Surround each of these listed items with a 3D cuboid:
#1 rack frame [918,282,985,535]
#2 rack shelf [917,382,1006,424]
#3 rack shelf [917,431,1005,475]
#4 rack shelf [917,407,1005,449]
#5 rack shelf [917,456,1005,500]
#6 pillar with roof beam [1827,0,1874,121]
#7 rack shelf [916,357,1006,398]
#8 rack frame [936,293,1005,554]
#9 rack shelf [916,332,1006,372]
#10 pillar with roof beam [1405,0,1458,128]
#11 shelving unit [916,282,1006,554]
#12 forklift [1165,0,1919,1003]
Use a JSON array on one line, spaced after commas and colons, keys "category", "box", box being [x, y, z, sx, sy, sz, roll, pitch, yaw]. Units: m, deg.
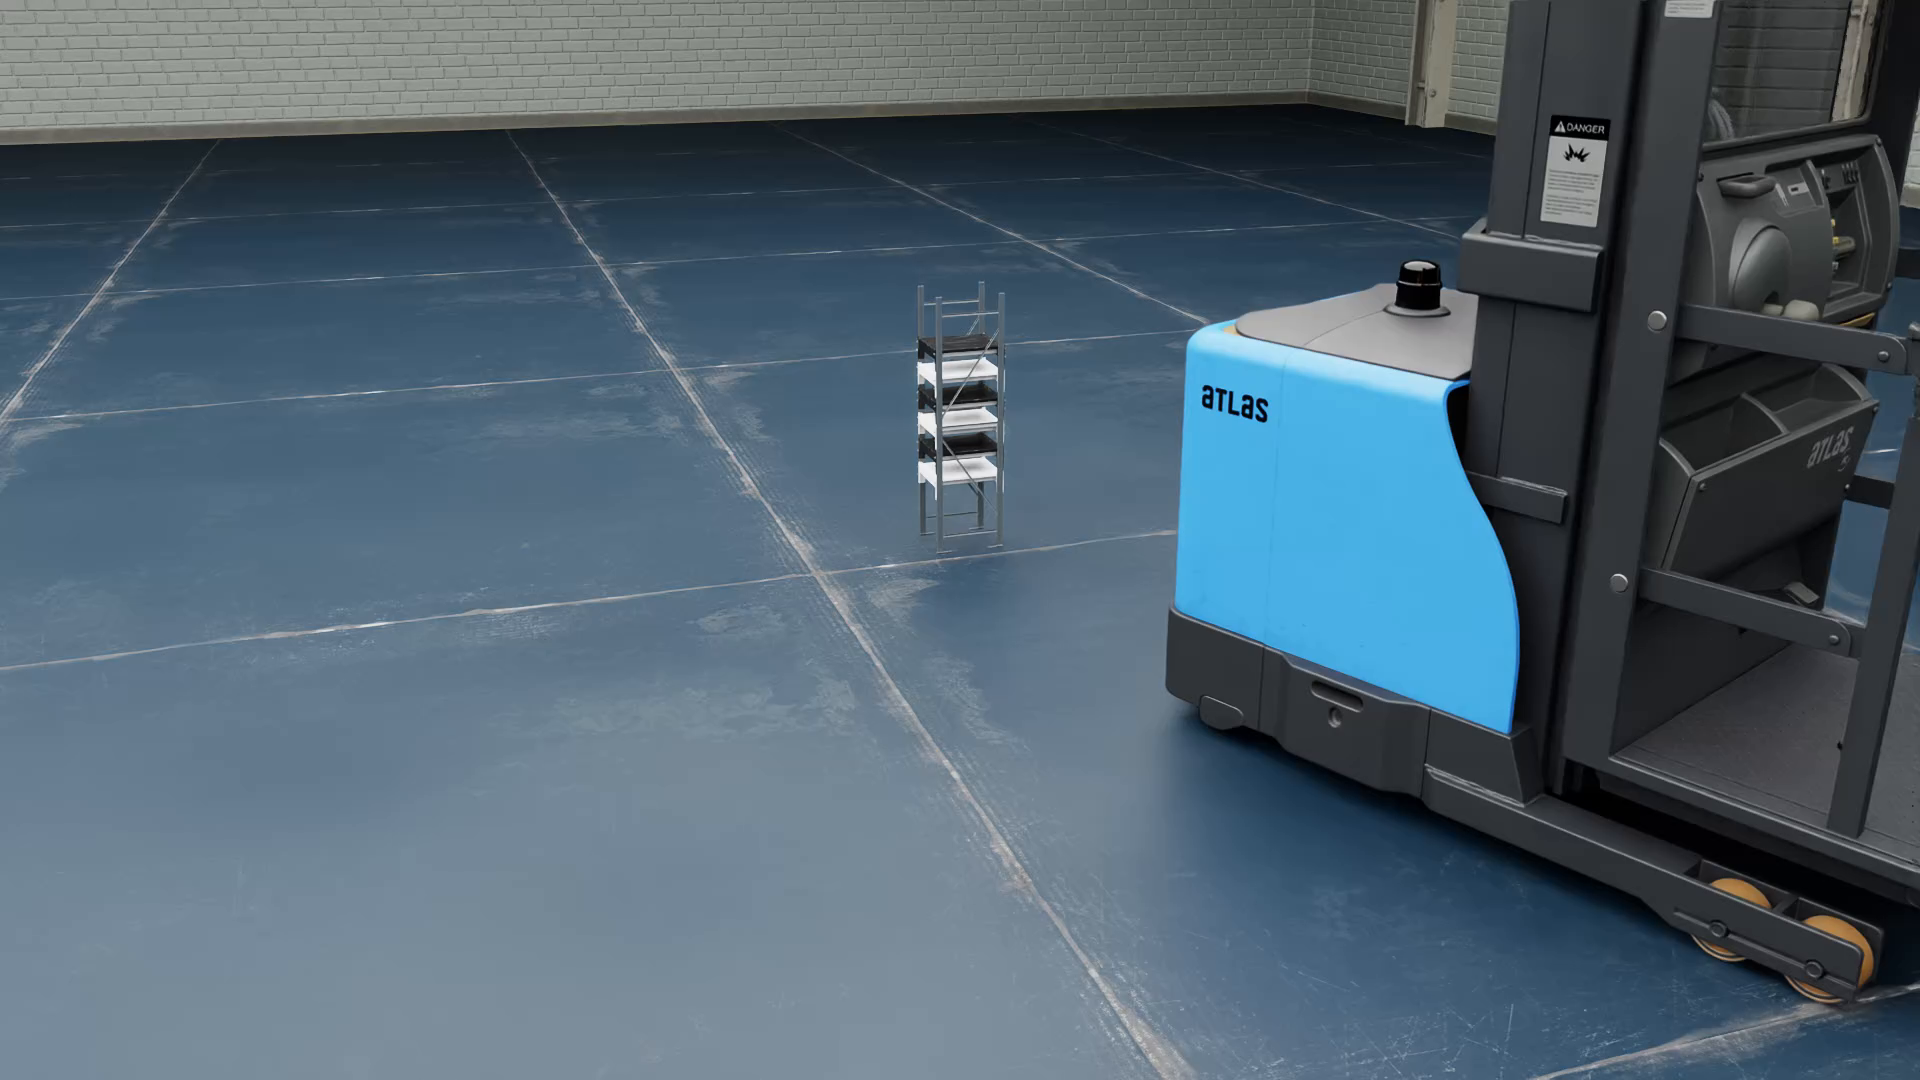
[{"category": "rack frame", "box": [-0.029, -0.454, 5.848, 0.240, 0.900, 0.006, -6, 21, -17]}, {"category": "rack shelf", "box": [0.003, -0.474, 5.738, 0.258, 0.077, 0.200, -6, 21, -17]}, {"category": "rack shelf", "box": [0.003, -0.305, 5.799, 0.258, 0.077, 0.200, -6, 21, -17]}, {"category": "rack shelf", "box": [0.003, -0.390, 5.768, 0.258, 0.077, 0.200, -6, 21, -17]}, {"category": "rack shelf", "box": [0.003, -0.220, 5.829, 0.258, 0.077, 0.200, -6, 21, -17]}, {"category": "pillar with roof beam", "box": [3.208, -6.670, 11.174, 9.100, 9.000, 0.400, -6, 21, -17]}, {"category": "rack shelf", "box": [0.003, -0.559, 5.708, 0.258, 0.077, 0.200, -6, 21, -17]}, {"category": "rack frame", "box": [0.034, -0.388, 5.666, 0.240, 0.900, 0.006, -6, 21, -17]}, {"category": "rack shelf", "box": [0.003, -0.644, 5.677, 0.258, 0.077, 0.200, -6, 21, -17]}, {"category": "pillar with roof beam", "box": [1.323, -8.595, 16.535, 9.100, 9.000, 0.400, -6, 21, -17]}, {"category": "shelving unit", "box": [0.003, -0.421, 5.757, 0.258, 0.900, 0.210, -6, 21, -17]}, {"category": "forklift", "box": [1.924, -0.647, 3.382, 1.130, 2.935, 3.031, -17, 26, -39]}]
